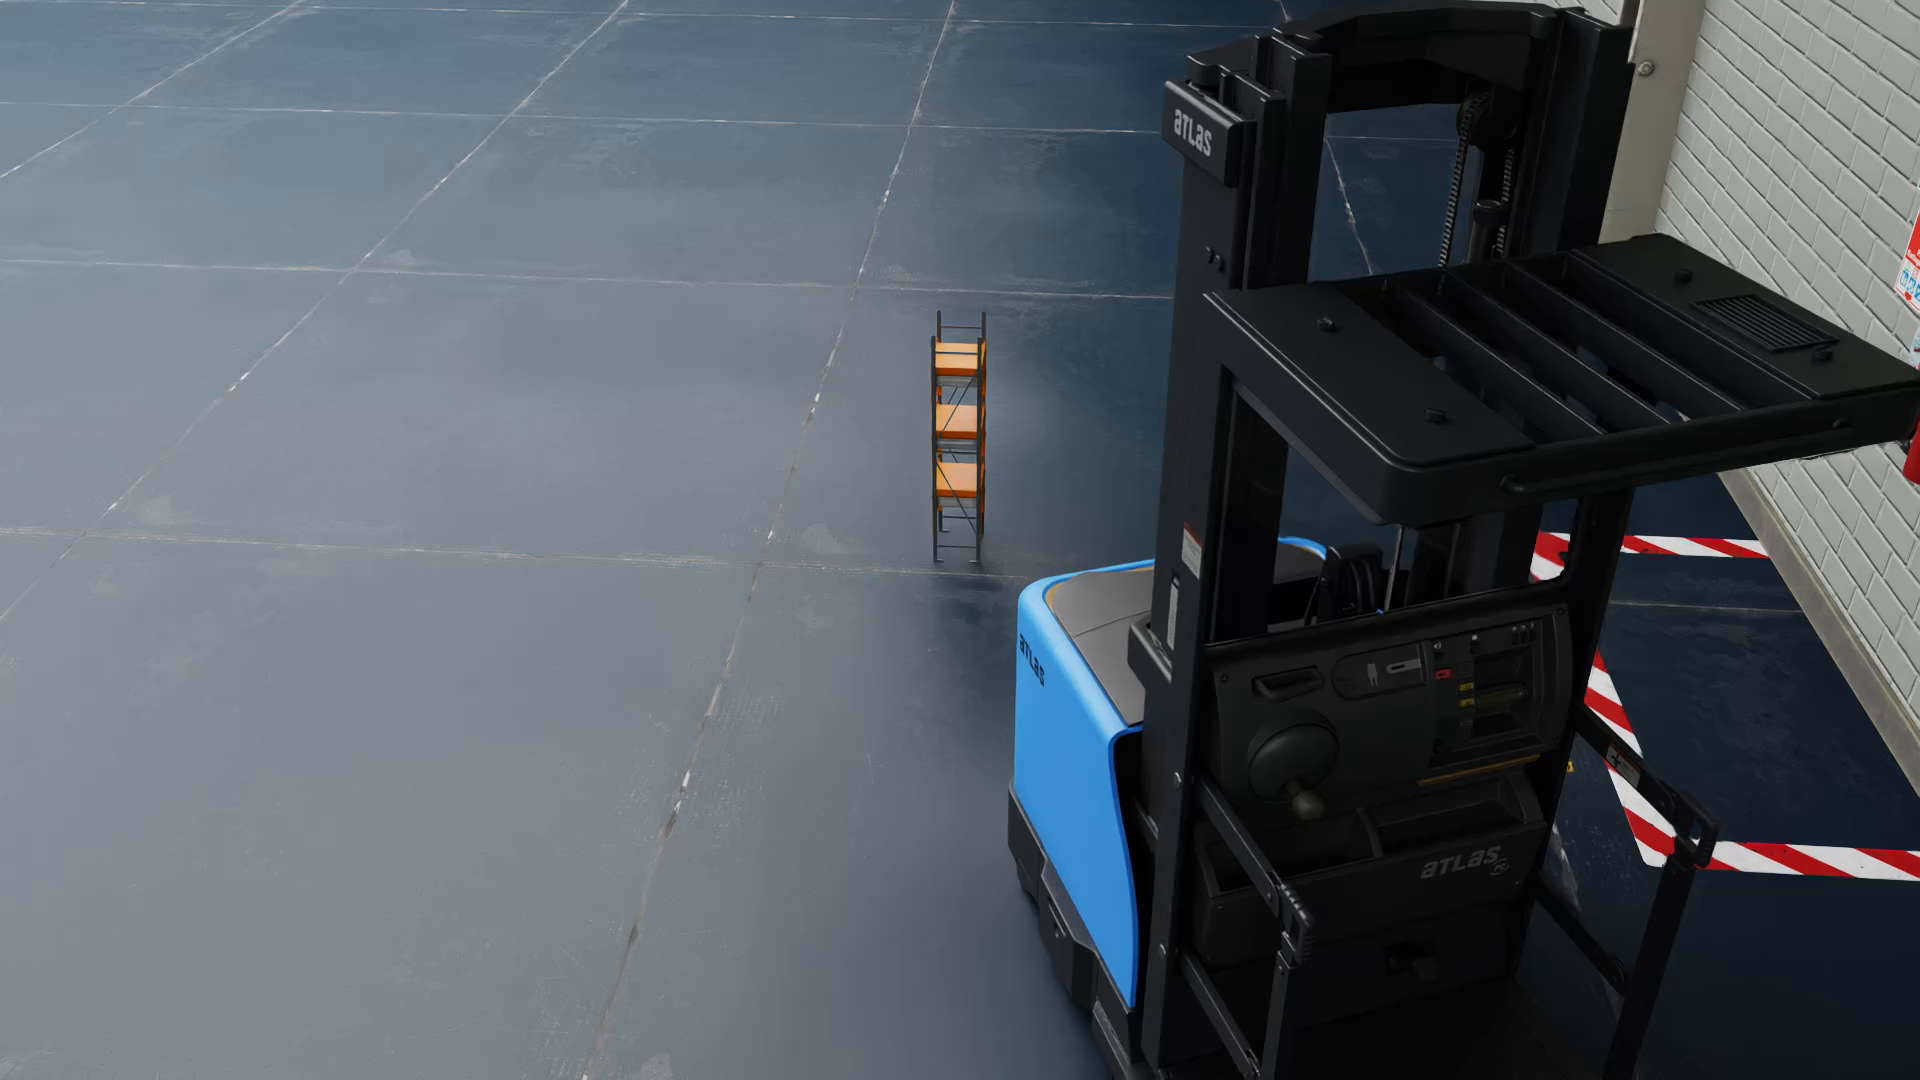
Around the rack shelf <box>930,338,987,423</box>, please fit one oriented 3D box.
[{"bbox_3d":[-0.004,-0.652,6.786,0.215,0.259,0.240,2,32,4],"label":"rack shelf"}]

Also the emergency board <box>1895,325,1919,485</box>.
[{"bbox_3d":[3.315,-0.712,5.547,0.194,1.169,0.643,2,32,4],"label":"emergency board"}]

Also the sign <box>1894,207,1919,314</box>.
[{"bbox_3d":[3.463,-1.012,6.000,0.001,0.329,0.234,2,32,4],"label":"sign"}]

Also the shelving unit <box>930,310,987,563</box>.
[{"bbox_3d":[-0.004,-0.419,6.929,0.215,1.050,0.252,2,32,4],"label":"shelving unit"}]

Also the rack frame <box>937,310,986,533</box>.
[{"bbox_3d":[0.006,-0.483,7.033,0.200,1.050,0.008,2,32,4],"label":"rack frame"}]

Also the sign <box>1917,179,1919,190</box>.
[{"bbox_3d":[3.454,-1.236,5.857,0.001,0.109,0.331,2,32,4],"label":"sign"}]

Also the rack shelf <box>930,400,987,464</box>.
[{"bbox_3d":[-0.004,-0.410,6.935,0.215,0.259,0.240,2,32,4],"label":"rack shelf"}]

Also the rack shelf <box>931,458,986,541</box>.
[{"bbox_3d":[-0.004,-0.173,7.081,0.215,0.259,0.240,2,32,4],"label":"rack shelf"}]

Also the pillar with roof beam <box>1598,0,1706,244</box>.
[{"bbox_3d":[-0.726,-5.297,7.268,9.100,9.000,0.400,2,32,4],"label":"pillar with roof beam"}]

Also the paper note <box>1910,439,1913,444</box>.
[{"bbox_3d":[3.399,-0.427,5.923,0.016,0.148,0.142,2,32,4],"label":"paper note"}]

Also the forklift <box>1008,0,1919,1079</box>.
[{"bbox_3d":[1.090,0.449,3.727,1.130,2.935,3.031,-9,33,-15],"label":"forklift"}]

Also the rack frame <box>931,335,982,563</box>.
[{"bbox_3d":[-0.014,-0.355,6.826,0.200,1.050,0.008,2,32,4],"label":"rack frame"}]
